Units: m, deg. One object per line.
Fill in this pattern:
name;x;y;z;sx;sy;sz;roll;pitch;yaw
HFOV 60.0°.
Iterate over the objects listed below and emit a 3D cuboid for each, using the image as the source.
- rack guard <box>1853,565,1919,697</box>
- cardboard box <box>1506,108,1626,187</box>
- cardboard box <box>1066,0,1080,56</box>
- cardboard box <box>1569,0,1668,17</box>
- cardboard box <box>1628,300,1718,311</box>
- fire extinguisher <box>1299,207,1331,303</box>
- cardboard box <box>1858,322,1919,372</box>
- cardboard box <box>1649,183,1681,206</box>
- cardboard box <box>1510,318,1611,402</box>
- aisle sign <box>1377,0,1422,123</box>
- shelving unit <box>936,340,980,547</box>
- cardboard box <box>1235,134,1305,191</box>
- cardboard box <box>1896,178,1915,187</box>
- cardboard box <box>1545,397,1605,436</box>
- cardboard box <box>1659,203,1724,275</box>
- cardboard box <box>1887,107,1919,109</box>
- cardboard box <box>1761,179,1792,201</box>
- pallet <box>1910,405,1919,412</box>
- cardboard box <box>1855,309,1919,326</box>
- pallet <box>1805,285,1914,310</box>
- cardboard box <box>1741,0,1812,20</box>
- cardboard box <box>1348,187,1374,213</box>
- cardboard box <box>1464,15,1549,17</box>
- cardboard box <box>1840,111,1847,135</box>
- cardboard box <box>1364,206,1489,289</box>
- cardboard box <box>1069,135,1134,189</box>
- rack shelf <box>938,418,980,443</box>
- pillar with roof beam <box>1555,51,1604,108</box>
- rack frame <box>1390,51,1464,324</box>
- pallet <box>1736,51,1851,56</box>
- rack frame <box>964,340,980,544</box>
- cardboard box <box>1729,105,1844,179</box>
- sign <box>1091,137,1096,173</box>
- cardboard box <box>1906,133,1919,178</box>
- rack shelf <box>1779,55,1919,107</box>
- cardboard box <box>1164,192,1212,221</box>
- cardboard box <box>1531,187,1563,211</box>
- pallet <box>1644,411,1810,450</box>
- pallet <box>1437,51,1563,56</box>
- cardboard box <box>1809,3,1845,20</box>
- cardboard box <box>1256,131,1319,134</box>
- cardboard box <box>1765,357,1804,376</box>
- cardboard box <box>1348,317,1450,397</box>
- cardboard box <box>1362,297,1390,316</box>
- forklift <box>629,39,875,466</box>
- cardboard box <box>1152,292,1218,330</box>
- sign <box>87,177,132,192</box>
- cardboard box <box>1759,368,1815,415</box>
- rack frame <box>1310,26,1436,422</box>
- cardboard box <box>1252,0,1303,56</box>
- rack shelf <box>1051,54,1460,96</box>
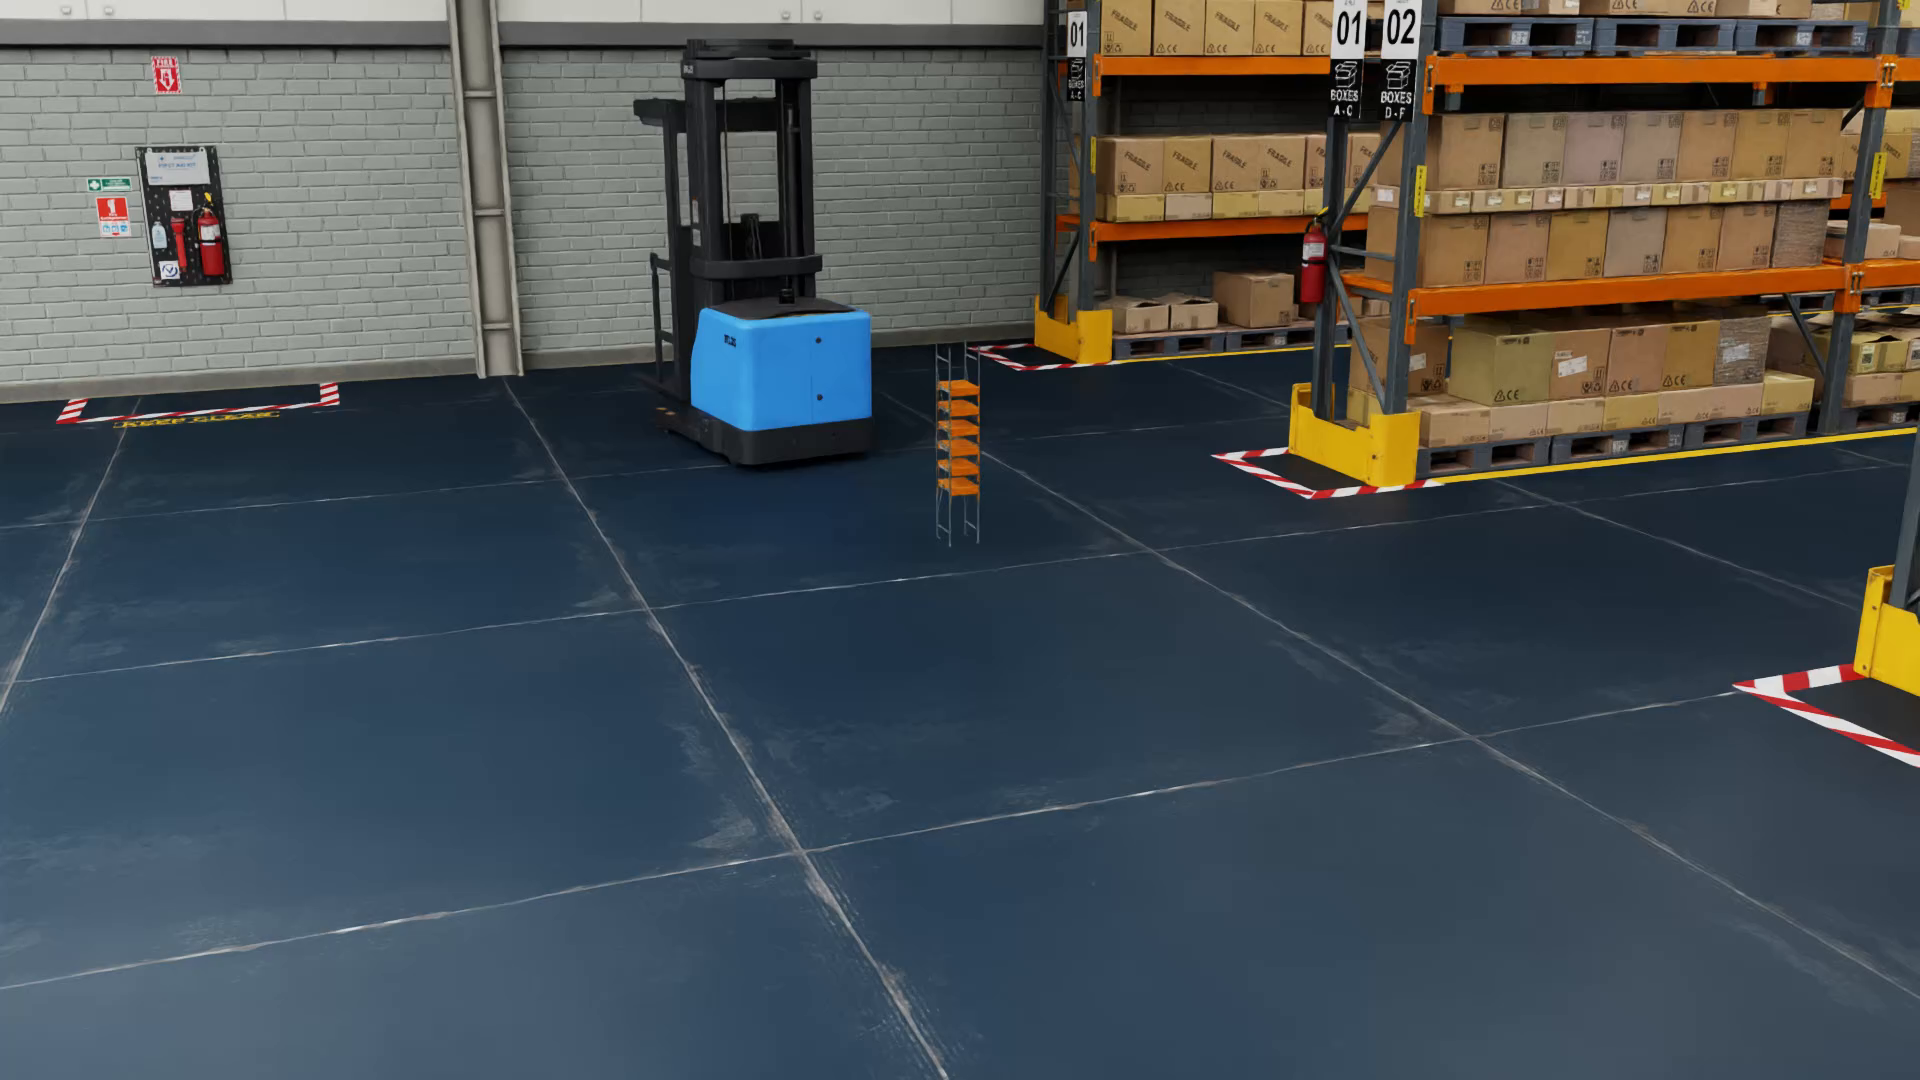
rack guard;4.630;0.515;7.456;0.348;0.500;1.175;-6;17;-20
cardboard box;4.256;-2.792;11.804;0.500;0.500;0.700;-6;17;-20
cardboard box;1.330;-4.876;15.842;0.500;0.500;0.500;-5;17;-16
cardboard box;4.455;-3.819;11.284;0.500;0.500;0.500;-6;17;-20
cardboard box;5.533;-1.596;13.013;0.500;0.500;0.500;-6;17;-20
fire extinguisher;2.530;-2.041;11.861;0.183;0.674;0.296;-6;17;-20
cardboard box;7.486;-1.547;13.183;0.500;0.311;0.500;-6;18;-21
cardboard box;4.932;-2.491;11.928;0.250;0.149;0.380;-6;17;-18
cardboard box;4.316;-1.310;12.038;0.500;0.500;0.500;-6;17;-20
aisle sign;2.855;-3.128;10.811;0.004;0.787;0.394;-6;17;-20
shelving unit;-0.014;-0.574;9.924;0.189;1.200;0.258;-6;17;-20
cardboard box;3.012;-3.690;16.239;0.500;0.500;0.500;-6;17;-18
cardboard box;10.820;-4.144;19.297;0.250;0.149;0.380;-7;18;-22
cardboard box;4.320;-0.947;12.134;0.500;0.250;0.500;-6;17;-20
cardboard box;5.170;-2.268;12.320;0.500;0.500;0.700;-6;17;-19
cardboard box;11.227;-5.008;19.757;0.500;0.250;0.500;-6;17;-19
cardboard box;5.890;-2.595;12.282;0.250;0.149;0.380;-7;18;-22
pallet;8.357;-1.241;13.951;1.213;0.211;1.003;-6;17;-20
cardboard box;7.768;-1.742;13.846;0.500;0.311;0.500;-6;17;-20
pallet;10.402;-2.921;19.669;1.213;0.211;1.003;-6;17;-20
cardboard box;5.977;-4.145;12.395;0.500;0.500;0.500;-5;17;-16
cardboard box;3.964;-3.436;16.705;0.500;0.250;0.500;-6;17;-20
cardboard box;3.788;-3.789;11.626;0.500;0.250;0.500;-6;17;-20
cardboard box;9.519;-4.669;18.604;0.500;0.250;0.500;-6;18;-21
cardboard box;3.247;-2.059;11.609;0.500;0.500;0.700;-6;17;-20
cardboard box;1.395;-3.671;16.176;0.500;0.500;0.500;-6;18;-21
rack shelf;-0.014;-0.647;9.903;0.180;0.103;0.258;-6;17;-20
pillar with roof beam;8.518;-5.919;14.284;0.400;9.000;9.100;-6;17;-20
rack frame;4.766;-3.674;17.285;0.127;3.000;1.000;-6;17;-20
pallet;9.083;-5.504;18.531;1.003;0.211;1.213;-5;17;-18
rack frame;0.072;-0.583;9.956;0.006;1.200;0.240;-6;17;-20
cardboard box;6.130;-2.995;12.493;0.500;0.500;0.700;-6;17;-20
sign;1.225;-3.543;15.303;0.005;0.325;0.100;-6;17;-20
cardboard box;10.951;-4.465;19.239;0.500;0.500;0.500;-6;17;-20
rack shelf;8.410;-3.666;13.213;4.000;0.370;1.077;-6;17;-20
cardboard box;2.080;-3.230;16.004;0.500;0.250;0.500;-7;18;-22
cardboard box;3.966;-2.387;11.573;0.250;0.149;0.380;-6;18;-21
pallet;5.784;-0.964;13.005;1.213;0.211;1.003;-6;17;-20
pallet;5.381;-5.057;17.005;1.003;0.211;1.213;-6;17;-20
cardboard box;9.409;-5.907;18.606;0.500;0.500;0.700;-7;18;-23
cardboard box;3.301;-3.879;16.883;0.500;0.500;0.500;-6;17;-19
cardboard box;6.826;-1.371;13.578;0.500;0.250;0.500;-6;18;-21
cardboard box;3.201;-1.342;12.148;0.500;0.500;0.500;-6;17;-20
cardboard box;4.277;-2.464;17.411;0.250;0.166;0.380;-9;18;-27
forklift;-1.784;-2.297;12.719;1.130;2.935;3.031;-9;19;-28
cardboard box;2.241;-2.295;16.581;0.500;0.311;0.500;-5;17;-15
sign;-7.095;-2.965;13.869;0.331;0.109;0.001;-6;17;-20
cardboard box;6.187;-1.149;12.821;0.500;0.250;0.500;-6;17;-20
rack frame;2.807;-1.967;11.474;0.127;3.000;1.000;-6;17;-20
cardboard box;2.923;-4.893;15.900;0.500;0.500;0.500;-5;17;-17
rack shelf;2.898;-4.566;16.277;4.000;0.370;1.077;-6;17;-20
